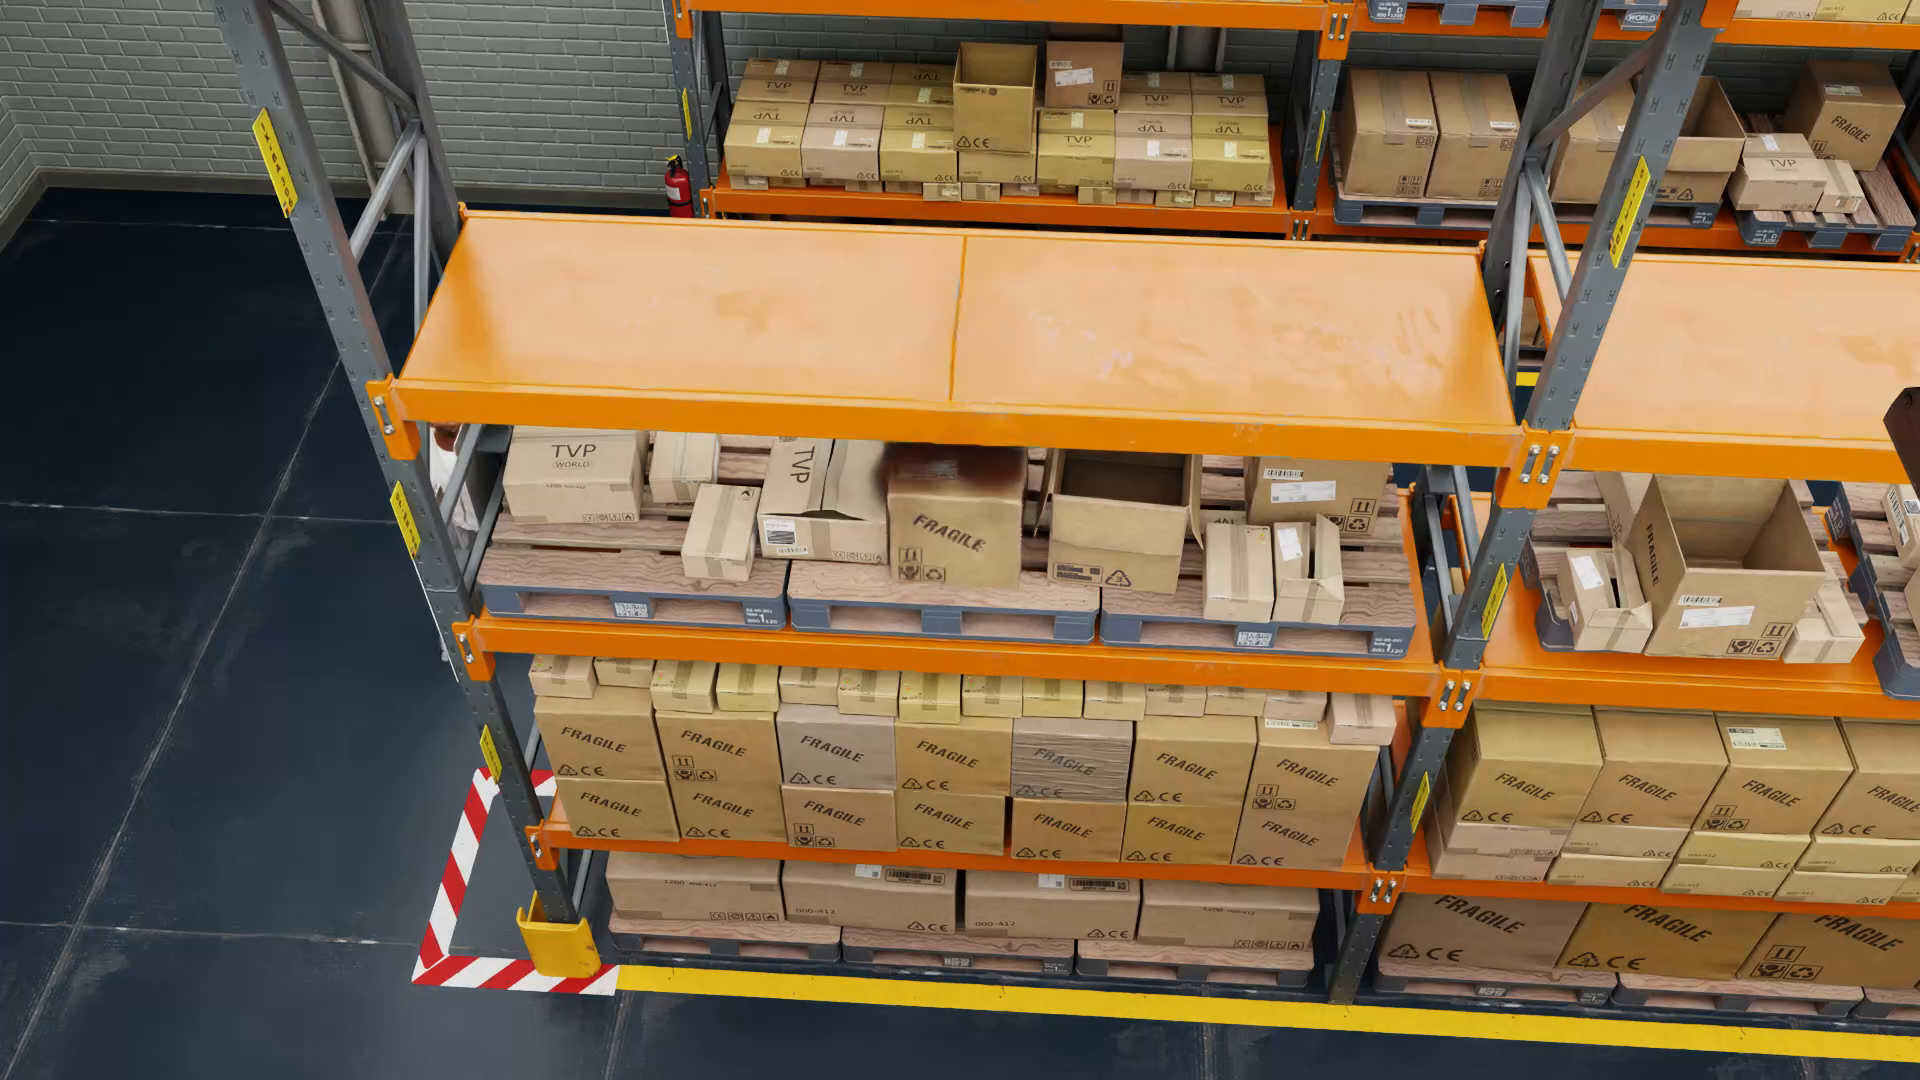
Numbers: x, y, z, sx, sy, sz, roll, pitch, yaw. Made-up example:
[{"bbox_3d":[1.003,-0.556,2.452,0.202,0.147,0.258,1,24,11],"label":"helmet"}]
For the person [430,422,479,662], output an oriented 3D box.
[{"bbox_3d":[-2.783,-0.153,9.539,0.710,1.718,1.043,11,49,10],"label":"person"}]
